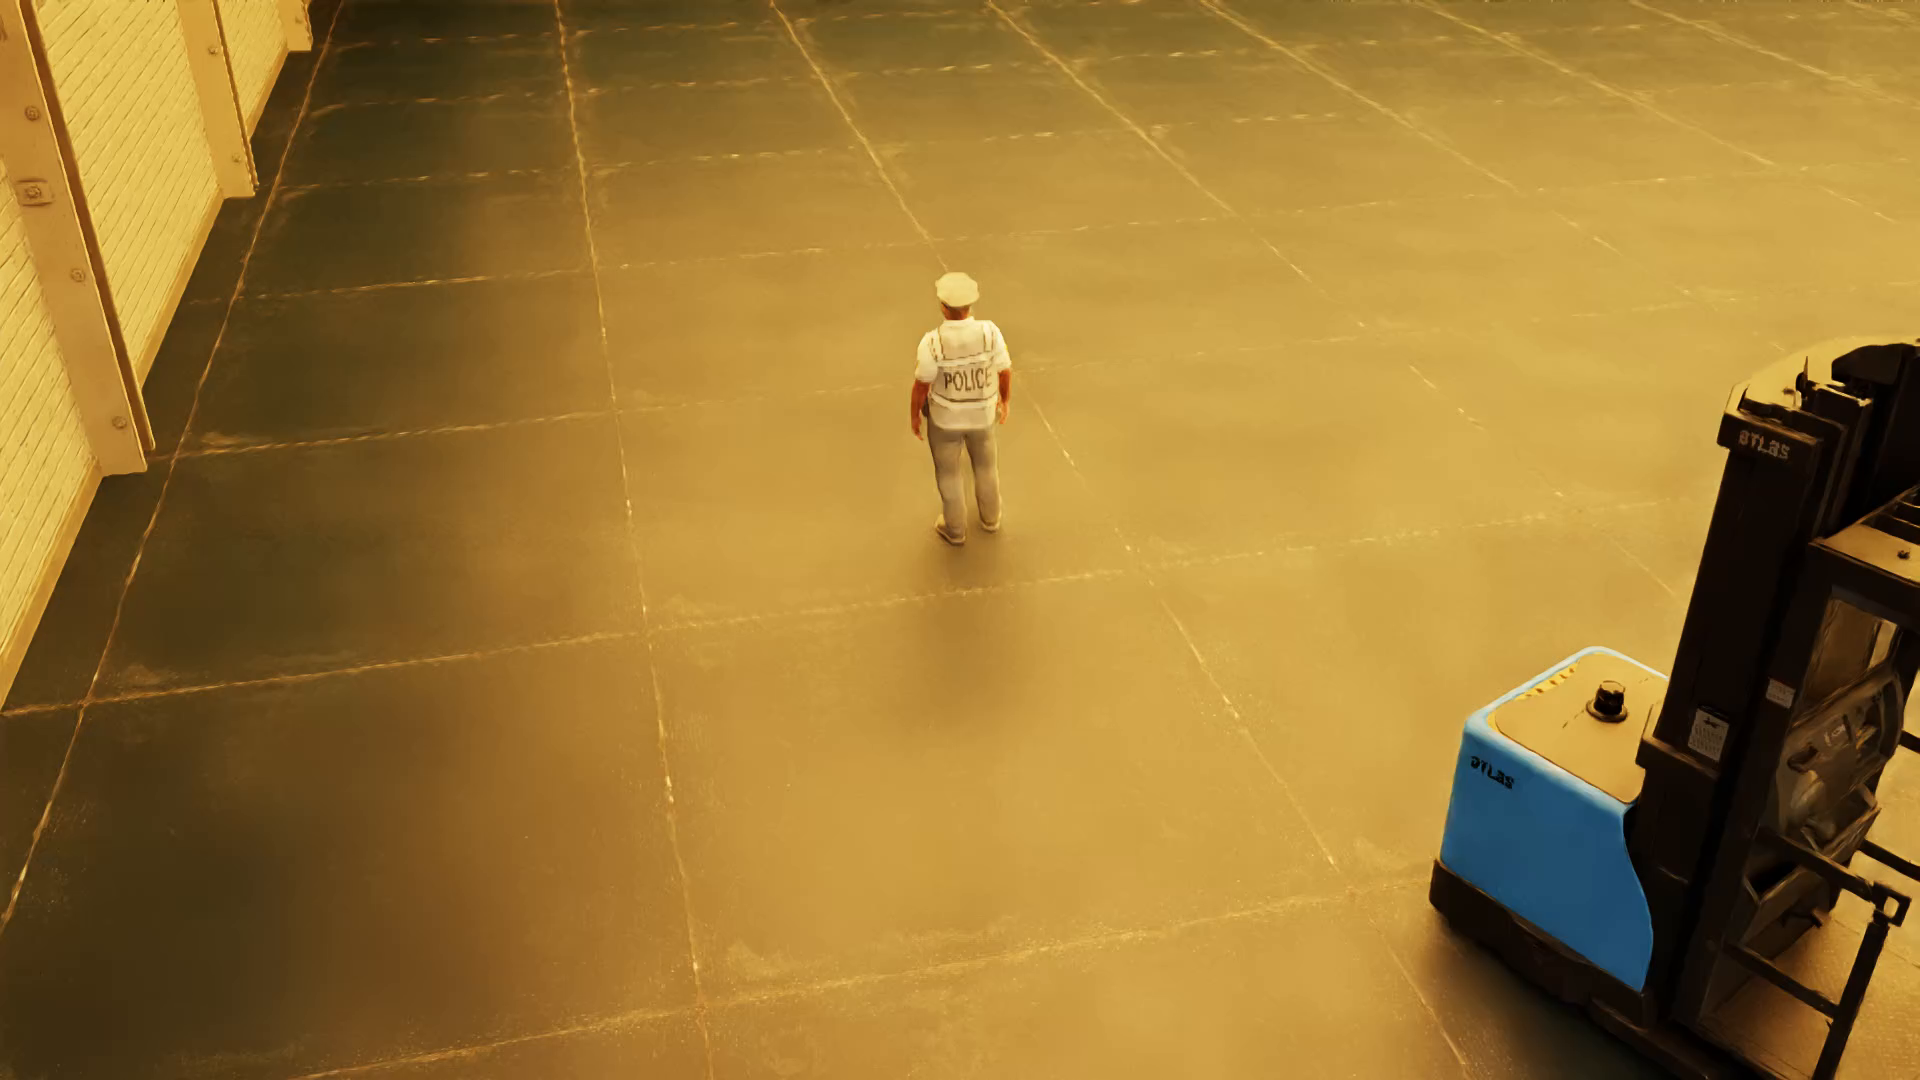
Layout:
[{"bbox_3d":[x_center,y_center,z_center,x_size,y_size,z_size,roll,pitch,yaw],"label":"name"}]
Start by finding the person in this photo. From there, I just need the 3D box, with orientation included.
[{"bbox_3d":[-0.007,-0.817,10.118,0.640,1.781,0.574,-7,31,-12],"label":"person"}]

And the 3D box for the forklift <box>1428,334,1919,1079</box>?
[{"bbox_3d":[3.430,0.850,6.106,1.130,2.935,3.031,-21,36,-32],"label":"forklift"}]
